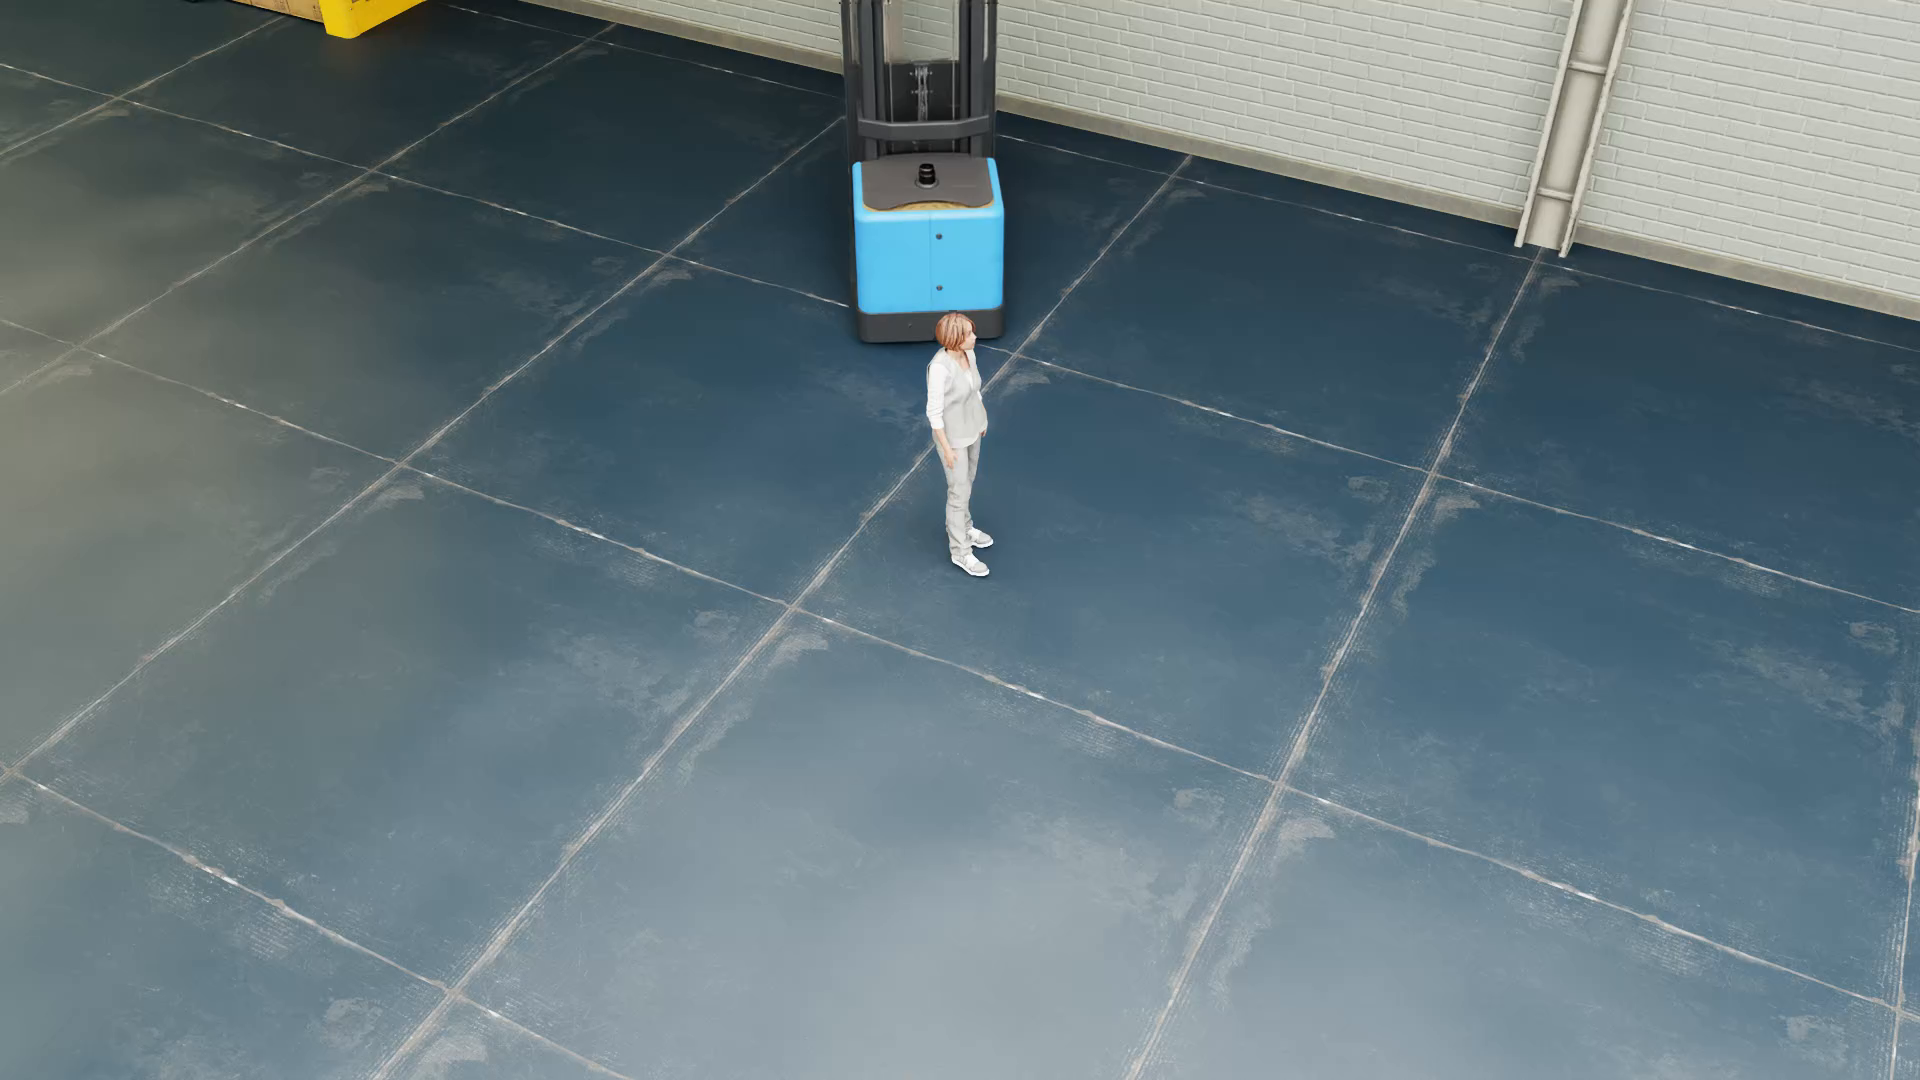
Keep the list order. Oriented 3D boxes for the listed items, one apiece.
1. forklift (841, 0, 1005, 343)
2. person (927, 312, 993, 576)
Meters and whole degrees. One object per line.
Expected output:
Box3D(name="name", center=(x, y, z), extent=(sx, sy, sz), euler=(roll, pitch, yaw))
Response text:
Box3D(name="forklift", center=(-0.304, -3.459, 12.094), extent=(1.130, 2.935, 3.031), euler=(-3, 40, -3))
Box3D(name="person", center=(0.059, -0.587, 9.707), extent=(0.475, 1.596, 0.521), euler=(18, 43, 21))
